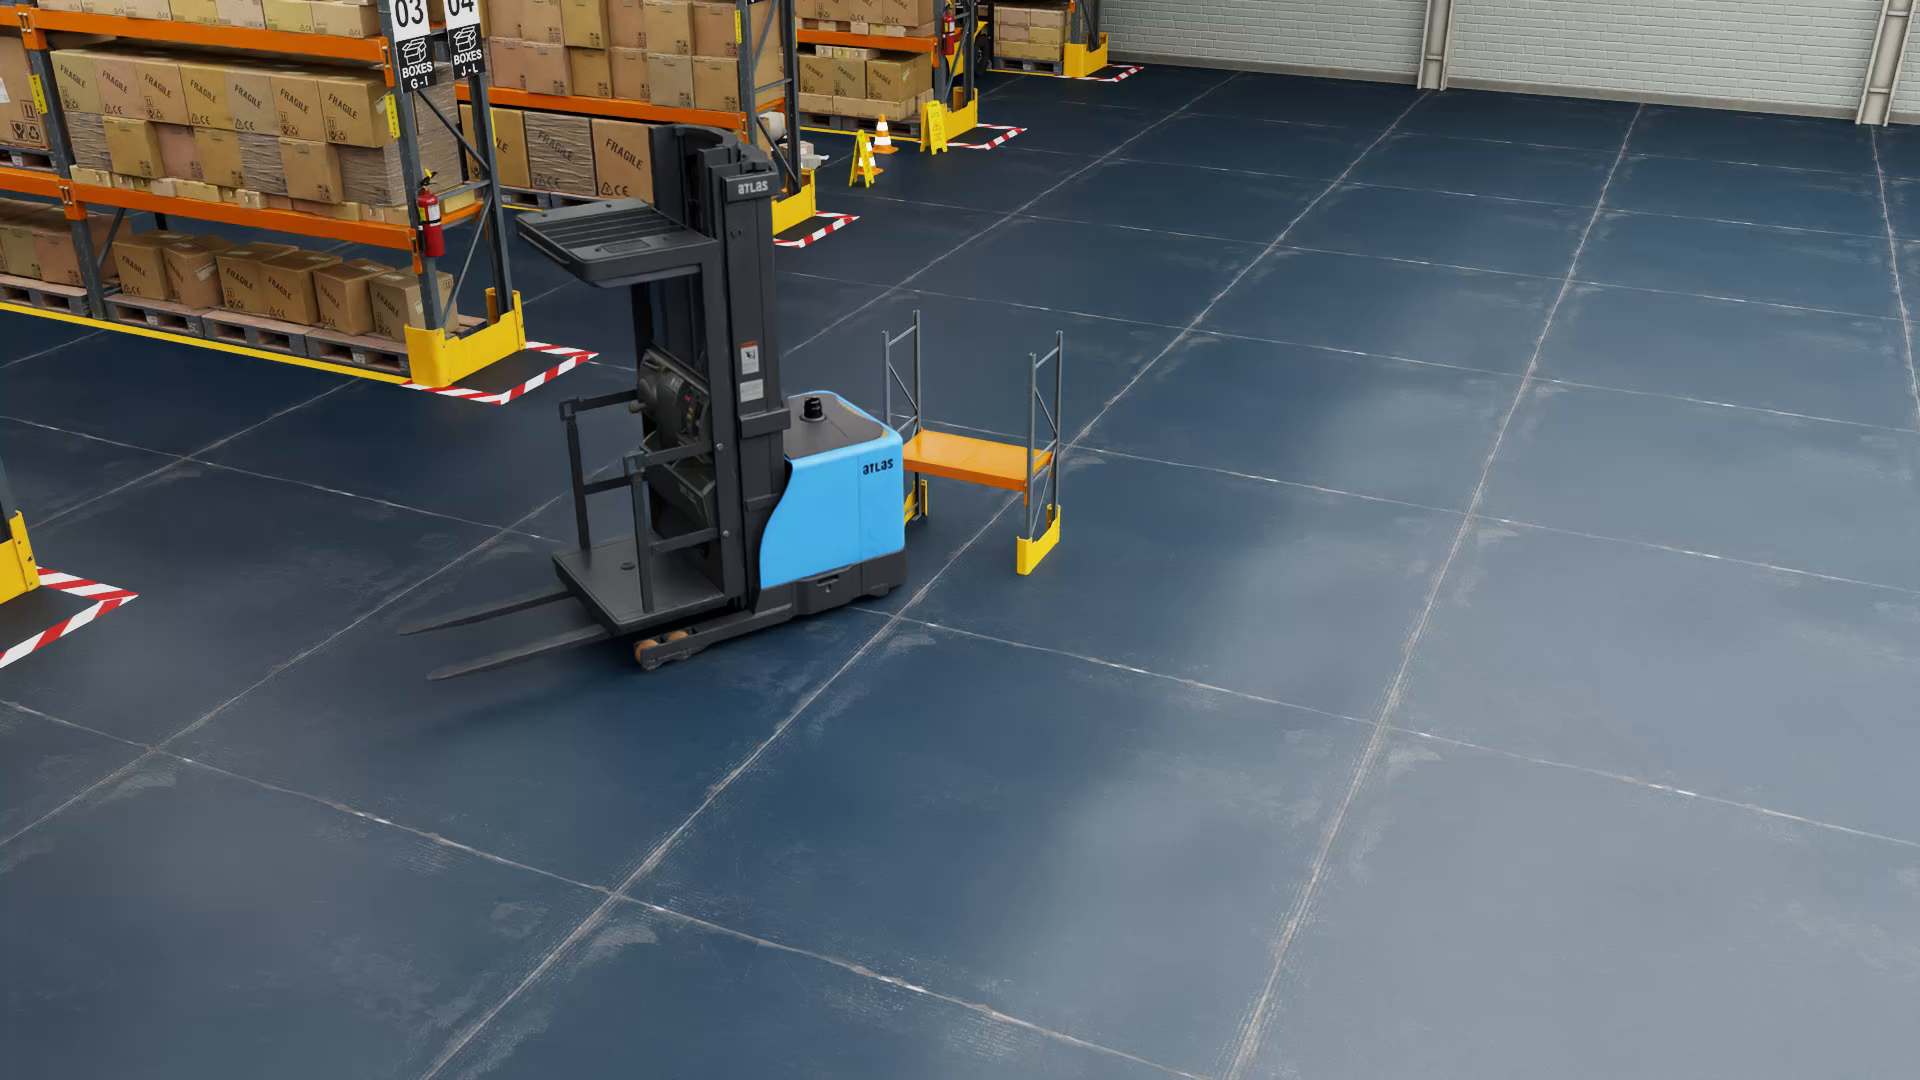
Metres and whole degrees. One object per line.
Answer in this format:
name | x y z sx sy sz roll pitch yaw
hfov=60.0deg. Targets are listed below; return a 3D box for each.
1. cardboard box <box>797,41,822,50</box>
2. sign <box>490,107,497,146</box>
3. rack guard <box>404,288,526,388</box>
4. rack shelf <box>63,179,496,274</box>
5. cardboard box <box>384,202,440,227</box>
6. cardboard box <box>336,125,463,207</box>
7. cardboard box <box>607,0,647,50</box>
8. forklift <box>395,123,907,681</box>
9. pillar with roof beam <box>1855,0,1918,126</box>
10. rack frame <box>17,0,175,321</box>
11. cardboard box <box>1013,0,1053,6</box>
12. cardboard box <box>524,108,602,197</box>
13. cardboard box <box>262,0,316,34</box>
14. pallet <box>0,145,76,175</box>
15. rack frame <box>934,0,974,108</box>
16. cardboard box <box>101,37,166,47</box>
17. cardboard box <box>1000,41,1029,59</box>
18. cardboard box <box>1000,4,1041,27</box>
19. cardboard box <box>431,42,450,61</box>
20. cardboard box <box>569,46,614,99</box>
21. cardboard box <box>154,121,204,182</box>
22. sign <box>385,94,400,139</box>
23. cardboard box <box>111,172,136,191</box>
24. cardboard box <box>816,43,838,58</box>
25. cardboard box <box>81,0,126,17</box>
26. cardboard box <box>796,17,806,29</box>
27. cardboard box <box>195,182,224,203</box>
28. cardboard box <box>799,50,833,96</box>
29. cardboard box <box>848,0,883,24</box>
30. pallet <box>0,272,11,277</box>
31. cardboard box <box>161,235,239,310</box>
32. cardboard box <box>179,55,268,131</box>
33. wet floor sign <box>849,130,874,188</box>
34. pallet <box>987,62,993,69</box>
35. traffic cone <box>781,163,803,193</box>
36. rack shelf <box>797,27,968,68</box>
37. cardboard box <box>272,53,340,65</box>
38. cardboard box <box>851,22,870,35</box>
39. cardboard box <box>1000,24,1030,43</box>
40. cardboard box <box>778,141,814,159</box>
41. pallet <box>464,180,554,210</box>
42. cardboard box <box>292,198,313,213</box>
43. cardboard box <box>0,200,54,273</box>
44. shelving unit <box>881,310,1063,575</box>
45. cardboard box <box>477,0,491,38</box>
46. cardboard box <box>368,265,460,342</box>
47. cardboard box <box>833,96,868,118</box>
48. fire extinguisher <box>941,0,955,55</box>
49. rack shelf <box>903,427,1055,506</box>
cardboard box | -2.135 -6.681 23.282 0.500 0.500 0.500 13 29 24
sign | -3.949 -3.466 13.983 0.005 0.325 0.100 11 28 22
rack guard | -4.243 -1.752 14.311 0.348 0.500 1.175 11 28 22
rack shelf | -5.995 -2.902 14.633 4.000 0.370 1.077 11 28 22
cardboard box | -4.519 -2.716 13.724 0.250 0.149 0.380 11 28 22
cardboard box | -4.663 -3.149 13.870 0.500 0.500 0.875 11 28 22
cardboard box | -3.343 -5.691 18.090 0.550 0.550 0.875 11 28 22
forklift | -1.854 -0.822 9.671 3.031 2.935 1.130 -16 30 -29
pillar with roof beam | 10.860 -8.097 17.577 0.400 9.000 9.100 11 28 22
rack frame | -7.815 -3.591 15.217 0.127 3.000 1.000 11 28 22
cardboard box | 1.164 -8.498 26.689 0.500 0.250 0.500 11 28 22
cardboard box | -4.304 -4.495 18.984 0.875 0.875 0.875 12 28 22
cardboard box | -5.174 -4.214 13.256 0.500 0.250 0.500 12 28 22
pallet | -8.451 -3.703 15.662 1.213 0.211 1.003 11 28 22
rack frame | -0.072 -6.844 21.825 0.127 3.000 1.000 11 28 22
cardboard box | -7.292 -4.246 14.966 0.500 0.500 0.500 11 28 22
cardboard box | 0.972 -7.849 26.503 0.500 0.250 0.500 11 28 22
cardboard box | 0.964 -8.294 26.275 0.500 0.250 0.500 12 29 23
cardboard box | -6.256 -5.599 19.183 0.500 0.500 0.500 11 28 21
cardboard box | -3.852 -5.277 18.472 0.500 0.550 0.875 11 28 22
cardboard box | -6.494 -3.505 14.593 0.500 0.500 0.875 11 28 22
sign | -4.422 -3.301 12.960 0.005 0.325 0.100 11 28 22
cardboard box | -7.283 -3.232 14.773 0.250 0.149 0.380 11 28 22
cardboard box | -1.738 -6.604 22.391 0.250 0.149 0.380 13 29 24
cardboard box | -7.028 -4.589 14.019 0.500 0.250 0.500 11 28 21
cardboard box | -2.157 -7.003 22.433 0.250 0.149 0.380 11 28 22
cardboard box | -6.373 -3.049 14.400 0.250 0.149 0.380 11 28 22
cardboard box | -1.842 -6.366 22.642 0.500 0.500 0.500 11 28 21
cardboard box | -1.134 -7.104 21.903 0.500 0.500 0.500 11 28 22
pallet | -9.639 -2.704 16.572 1.213 0.211 1.003 11 28 22
cardboard box | -6.943 -2.467 15.288 0.500 0.500 0.500 22 34 38
cardboard box | -6.140 -3.764 13.986 0.500 0.500 0.500 11 28 22
wet floor sign | -1.183 -4.570 19.871 0.232 0.644 0.267 6 27 13
pallet | 0.159 -7.936 27.200 1.213 0.211 1.003 11 28 22
traffic cone | -1.924 -4.365 19.662 0.334 0.463 0.336 11 28 22
rack shelf | -1.892 -6.887 22.726 4.000 0.370 1.077 11 28 22
cardboard box | -5.470 -3.881 14.225 0.500 0.500 0.500 11 28 22
cardboard box | -1.249 -6.806 22.031 0.250 0.149 0.380 12 29 23
cardboard box | 0.955 -8.079 26.404 0.500 0.250 0.500 11 28 21
cardboard box | -2.100 -4.992 21.291 0.380 0.149 0.250 -18 31 -31
pallet | -5.010 -4.145 19.499 1.213 0.211 1.003 11 28 22
cardboard box | -5.427 -2.901 14.100 0.250 0.149 0.380 11 28 22
cardboard box | -9.301 -2.984 16.317 0.500 0.500 0.700 9 28 17
shelving unit | 0.069 -0.659 10.960 1.083 1.500 0.587 11 28 22
cardboard box | -5.348 -6.037 18.793 0.550 0.550 0.875 11 28 22
cardboard box | -4.735 -2.047 14.436 0.500 0.500 0.500 17 31 31
cardboard box | -1.387 -5.936 22.618 0.500 0.250 0.500 11 28 22
fire extinguisher | -0.158 -6.603 21.423 0.183 0.674 0.296 11 28 22
rack shelf | 0.078 -0.496 11.036 1.000 0.185 0.538 11 28 22
